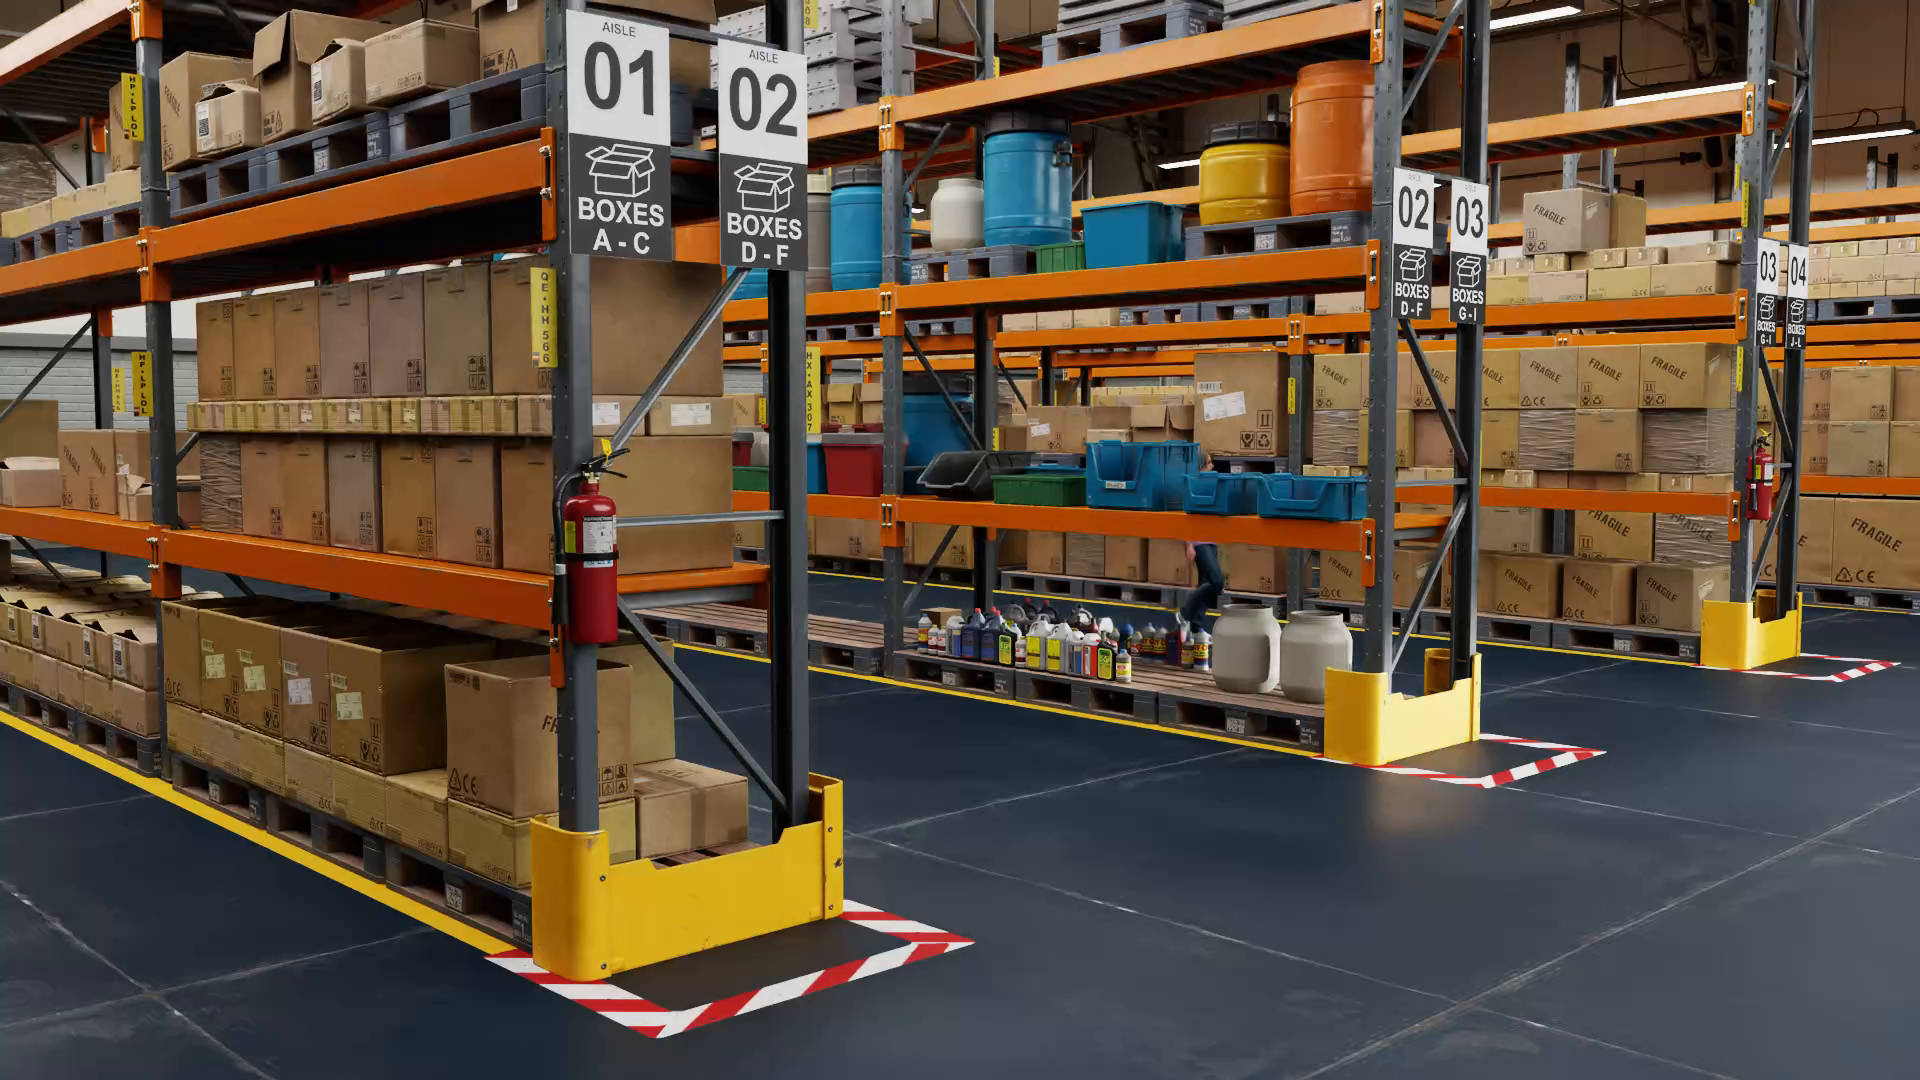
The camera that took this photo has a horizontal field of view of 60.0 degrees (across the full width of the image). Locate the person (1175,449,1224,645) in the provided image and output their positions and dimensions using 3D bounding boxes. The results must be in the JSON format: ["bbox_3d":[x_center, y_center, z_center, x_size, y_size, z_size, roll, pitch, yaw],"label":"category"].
[{"bbox_3d":[1.992,0.059,13.581,0.431,1.597,0.446,2,5,30],"label":"person"}]
